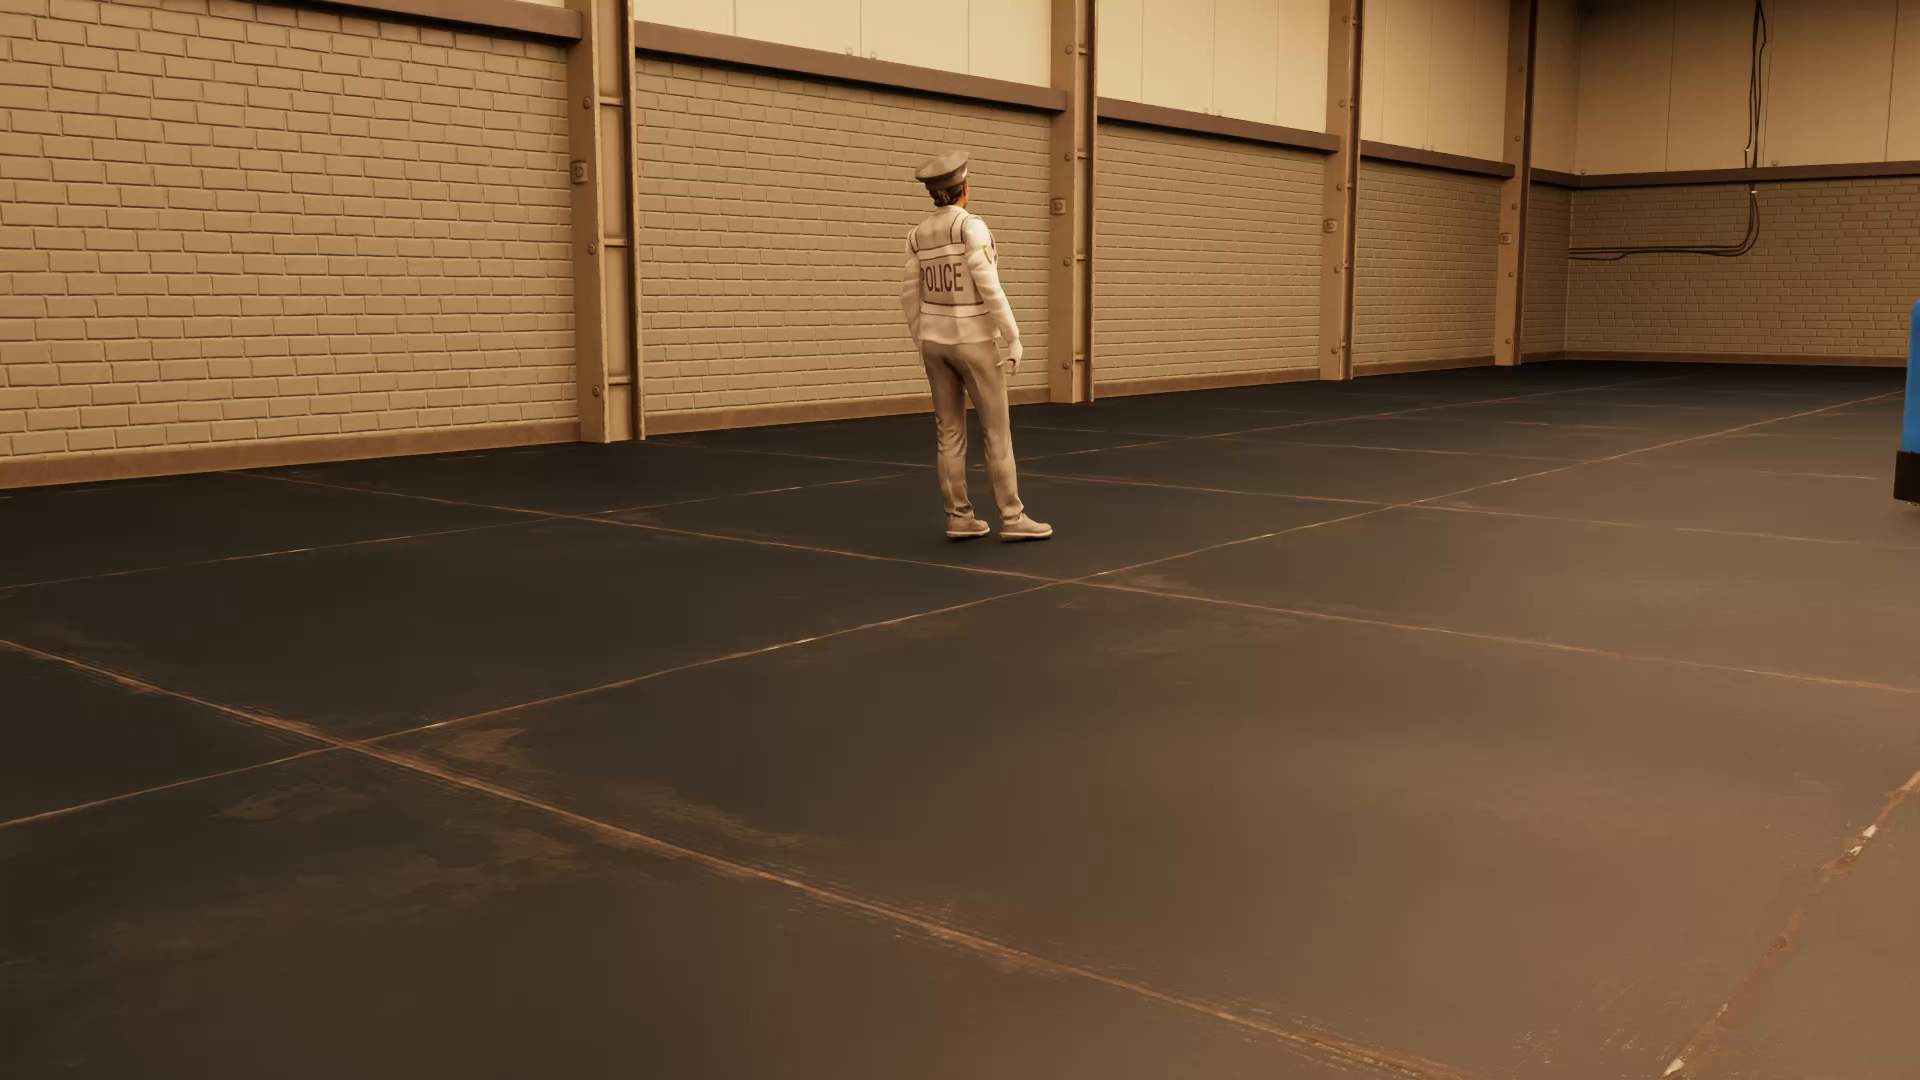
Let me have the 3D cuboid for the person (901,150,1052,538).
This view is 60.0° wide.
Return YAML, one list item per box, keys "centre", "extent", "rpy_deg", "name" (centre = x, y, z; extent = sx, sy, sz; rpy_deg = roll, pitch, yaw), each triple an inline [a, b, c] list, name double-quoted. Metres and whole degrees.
- centre: [0.049, -0.853, 7.330]
  extent: [0.586, 1.694, 0.530]
  rpy_deg: [7, 11, 38]
  name: "person"

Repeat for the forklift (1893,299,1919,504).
- centre: [6.222, -1.544, 7.831]
  extent: [3.031, 2.935, 1.130]
  rpy_deg: [-1, 8, -6]
  name: "forklift"
